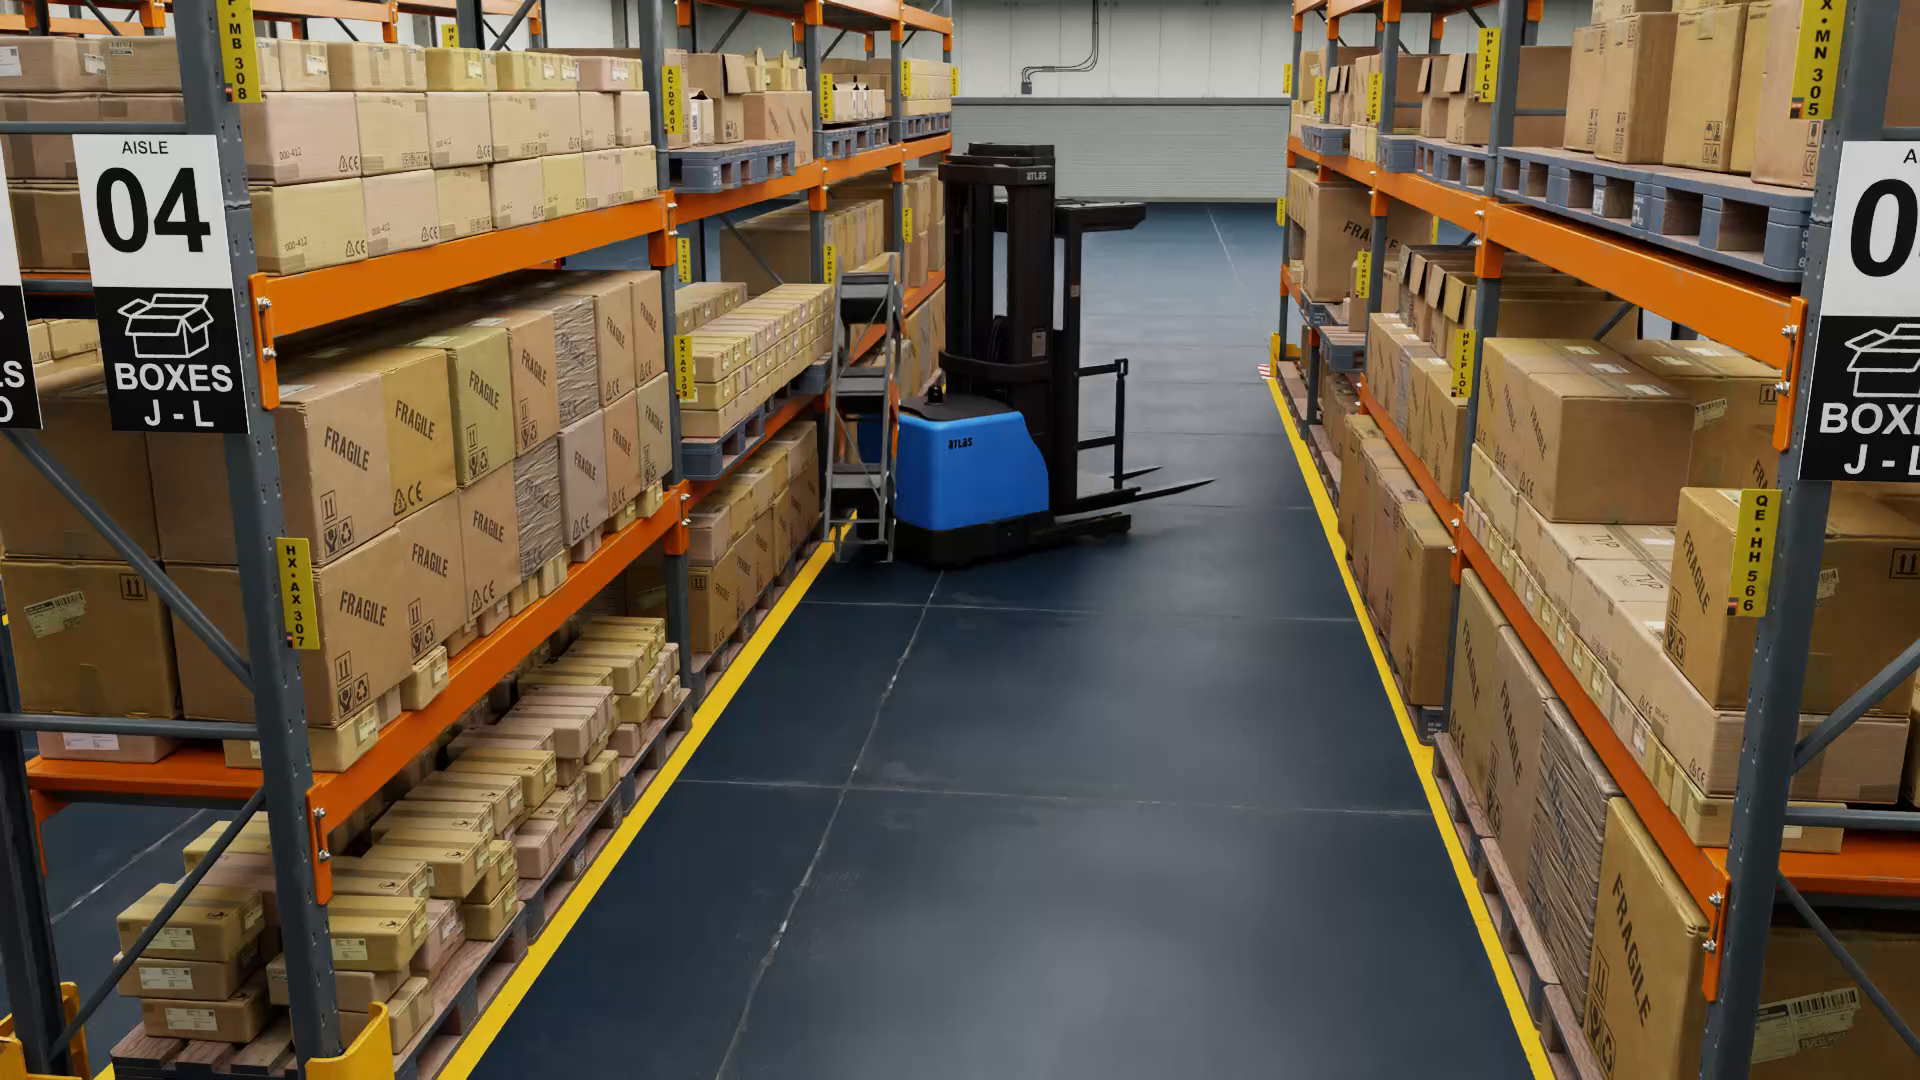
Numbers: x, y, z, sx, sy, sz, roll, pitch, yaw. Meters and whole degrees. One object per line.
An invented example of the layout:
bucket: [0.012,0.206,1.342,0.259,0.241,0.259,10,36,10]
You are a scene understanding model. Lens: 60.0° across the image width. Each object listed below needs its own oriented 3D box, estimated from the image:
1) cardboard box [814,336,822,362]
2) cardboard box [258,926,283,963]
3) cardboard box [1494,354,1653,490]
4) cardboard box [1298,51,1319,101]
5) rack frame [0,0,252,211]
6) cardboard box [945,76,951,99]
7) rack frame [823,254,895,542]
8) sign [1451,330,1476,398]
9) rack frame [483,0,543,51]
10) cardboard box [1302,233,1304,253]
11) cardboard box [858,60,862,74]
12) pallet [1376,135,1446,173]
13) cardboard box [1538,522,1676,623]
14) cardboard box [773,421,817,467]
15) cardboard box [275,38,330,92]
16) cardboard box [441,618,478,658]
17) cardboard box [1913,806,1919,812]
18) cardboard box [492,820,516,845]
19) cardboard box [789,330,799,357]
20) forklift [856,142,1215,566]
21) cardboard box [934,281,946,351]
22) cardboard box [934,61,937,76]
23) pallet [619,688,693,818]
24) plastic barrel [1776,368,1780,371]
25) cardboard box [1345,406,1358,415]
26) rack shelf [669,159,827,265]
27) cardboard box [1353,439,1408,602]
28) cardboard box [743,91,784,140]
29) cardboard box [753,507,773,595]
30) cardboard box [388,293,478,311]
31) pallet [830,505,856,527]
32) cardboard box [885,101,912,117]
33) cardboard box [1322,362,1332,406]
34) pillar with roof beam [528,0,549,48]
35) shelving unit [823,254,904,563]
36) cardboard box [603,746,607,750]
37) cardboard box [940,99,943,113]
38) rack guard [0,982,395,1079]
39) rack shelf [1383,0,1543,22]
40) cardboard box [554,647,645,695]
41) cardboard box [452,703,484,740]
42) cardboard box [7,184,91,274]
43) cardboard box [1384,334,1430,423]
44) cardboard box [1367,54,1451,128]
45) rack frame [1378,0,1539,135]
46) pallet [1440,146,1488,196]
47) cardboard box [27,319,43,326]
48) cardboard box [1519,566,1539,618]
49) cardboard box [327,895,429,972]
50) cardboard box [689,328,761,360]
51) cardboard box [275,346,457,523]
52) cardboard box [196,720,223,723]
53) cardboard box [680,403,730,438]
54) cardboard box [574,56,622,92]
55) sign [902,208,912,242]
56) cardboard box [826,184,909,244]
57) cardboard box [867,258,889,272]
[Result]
cardboard box: [-1.165,-1.329,11.508,0.380,0.149,0.250,2,15,7]
cardboard box: [-2.552,1.373,5.925,0.380,0.149,0.250,1,15,5]
cardboard box: [2.586,-0.500,7.044,0.500,0.500,0.500,2,15,6]
cardboard box: [3.876,-4.927,17.671,0.500,0.500,0.500,2,15,6]
rack frame: [-2.411,-2.341,4.081,1.000,3.000,0.127,2,15,6]
cardboard box: [-0.383,-5.230,19.232,0.500,0.250,0.500,2,15,7]
rack frame: [-0.681,-0.990,11.327,0.400,2.100,0.015,0,-17,5]
sign: [2.417,-0.845,7.973,0.100,0.325,0.005,2,15,6]
rack frame: [-5.535,-6.611,19.870,1.000,3.000,0.127,2,15,6]
cardboard box: [4.285,-3.340,18.505,0.875,0.500,0.500,2,15,6]
cardboard box: [-1.219,-4.887,17.201,0.380,0.149,0.250,2,15,6]
pallet: [3.389,-2.536,10.910,1.213,0.211,1.003,2,15,9]
cardboard box: [2.467,0.123,6.176,0.500,0.250,0.500,2,15,6]
cardboard box: [-1.325,-0.693,12.027,0.500,0.250,0.500,1,15,5]
cardboard box: [-2.101,-1.398,4.903,0.380,0.149,0.250,2,15,9]
cardboard box: [-2.029,0.325,6.194,0.380,0.149,0.250,2,15,6]
cardboard box: [2.874,0.766,4.564,0.380,0.149,0.250,2,15,7]
cardboard box: [-1.997,1.186,6.617,0.380,0.149,0.250,1,15,4]
cardboard box: [-1.255,-1.269,10.716,0.380,0.149,0.250,2,15,8]
forklift: [0.696,-1.517,12.659,3.031,2.935,1.130,-12,19,-37]
cardboard box: [-0.616,-2.594,19.776,0.875,0.875,0.875,2,15,7]
cardboard box: [-0.450,-5.131,18.101,0.380,0.149,0.250,1,15,5]
pallet: [-2.000,1.039,8.417,1.003,0.211,1.213,2,15,6]
plastic barrel: [9.178,-1.976,18.184,0.421,0.512,0.421,0,15,0]
cardboard box: [3.572,-0.819,13.892,0.700,0.500,0.500,3,15,11]
rack shelf: [-1.734,-2.102,10.322,1.077,0.370,4.000,2,15,6]
cardboard box: [3.202,-0.116,10.609,1.225,0.875,0.875,2,15,6]
cardboard box: [-1.424,-2.601,10.598,0.500,0.500,0.500,2,15,6]
cardboard box: [-1.509,0.064,10.664,0.500,0.500,0.500,2,15,7]
cardboard box: [-2.383,-0.783,7.134,0.500,0.500,0.500,2,15,7]
pallet: [-1.344,-0.376,13.650,1.003,0.211,1.213,2,15,6]
cardboard box: [-0.678,-4.220,16.260,0.380,0.149,0.250,1,15,5]
cardboard box: [4.002,-1.633,16.938,0.500,0.500,0.500,7,17,24]
pillar with roof beam: [-5.133,-11.144,36.634,9.100,9.000,0.400,2,15,6]
shelving unit: [-0.661,-0.919,11.560,0.431,2.100,0.503,0,-17,5]
cardboard box: [-1.894,1.003,7.865,0.380,0.149,0.250,1,15,5]
cardboard box: [-0.393,-4.879,18.698,0.380,0.149,0.250,2,15,7]
rack guard: [-2.402,1.742,5.264,1.175,0.500,0.348,2,15,6]
rack shelf: [3.183,-3.185,9.345,1.077,0.370,4.000,2,15,6]
cardboard box: [-1.751,0.636,8.082,0.380,0.149,0.250,2,15,6]
cardboard box: [-2.339,0.828,7.369,0.380,0.149,0.250,1,15,4]
cardboard box: [-2.622,-0.947,4.957,0.500,0.250,0.500,1,15,5]
cardboard box: [2.973,-1.011,10.464,0.500,0.500,0.500,1,15,5]
cardboard box: [3.214,-3.217,11.916,0.500,0.500,0.500,2,15,8]
rack frame: [3.409,-4.244,11.117,1.000,3.000,0.127,2,15,6]
pallet: [3.012,-1.905,8.582,0.805,0.209,1.217,1,15,4]
cardboard box: [-6.413,-1.636,10.859,0.500,0.500,0.500,1,15,5]
cardboard box: [2.448,0.214,6.606,0.380,0.149,0.250,2,15,7]
cardboard box: [-2.014,1.315,5.570,0.380,0.149,0.250,1,15,4]
cardboard box: [-1.370,-1.144,9.682,0.380,0.149,0.250,1,15,6]
cardboard box: [-2.046,-0.360,5.568,0.500,0.500,0.500,2,15,8]
cardboard box: [-2.589,0.520,5.475,0.380,0.149,0.250,2,15,6]
cardboard box: [-1.458,-0.653,9.007,0.380,0.149,0.250,1,15,4]
cardboard box: [-1.728,-2.070,7.388,0.380,0.149,0.250,2,15,6]
sign: [-0.516,-3.065,16.184,0.100,0.325,0.005,2,15,6]
cardboard box: [-0.981,-3.246,16.564,0.875,0.550,0.550,2,15,6]
cardboard box: [-0.907,-2.332,15.347,0.500,0.500,0.500,2,15,6]
